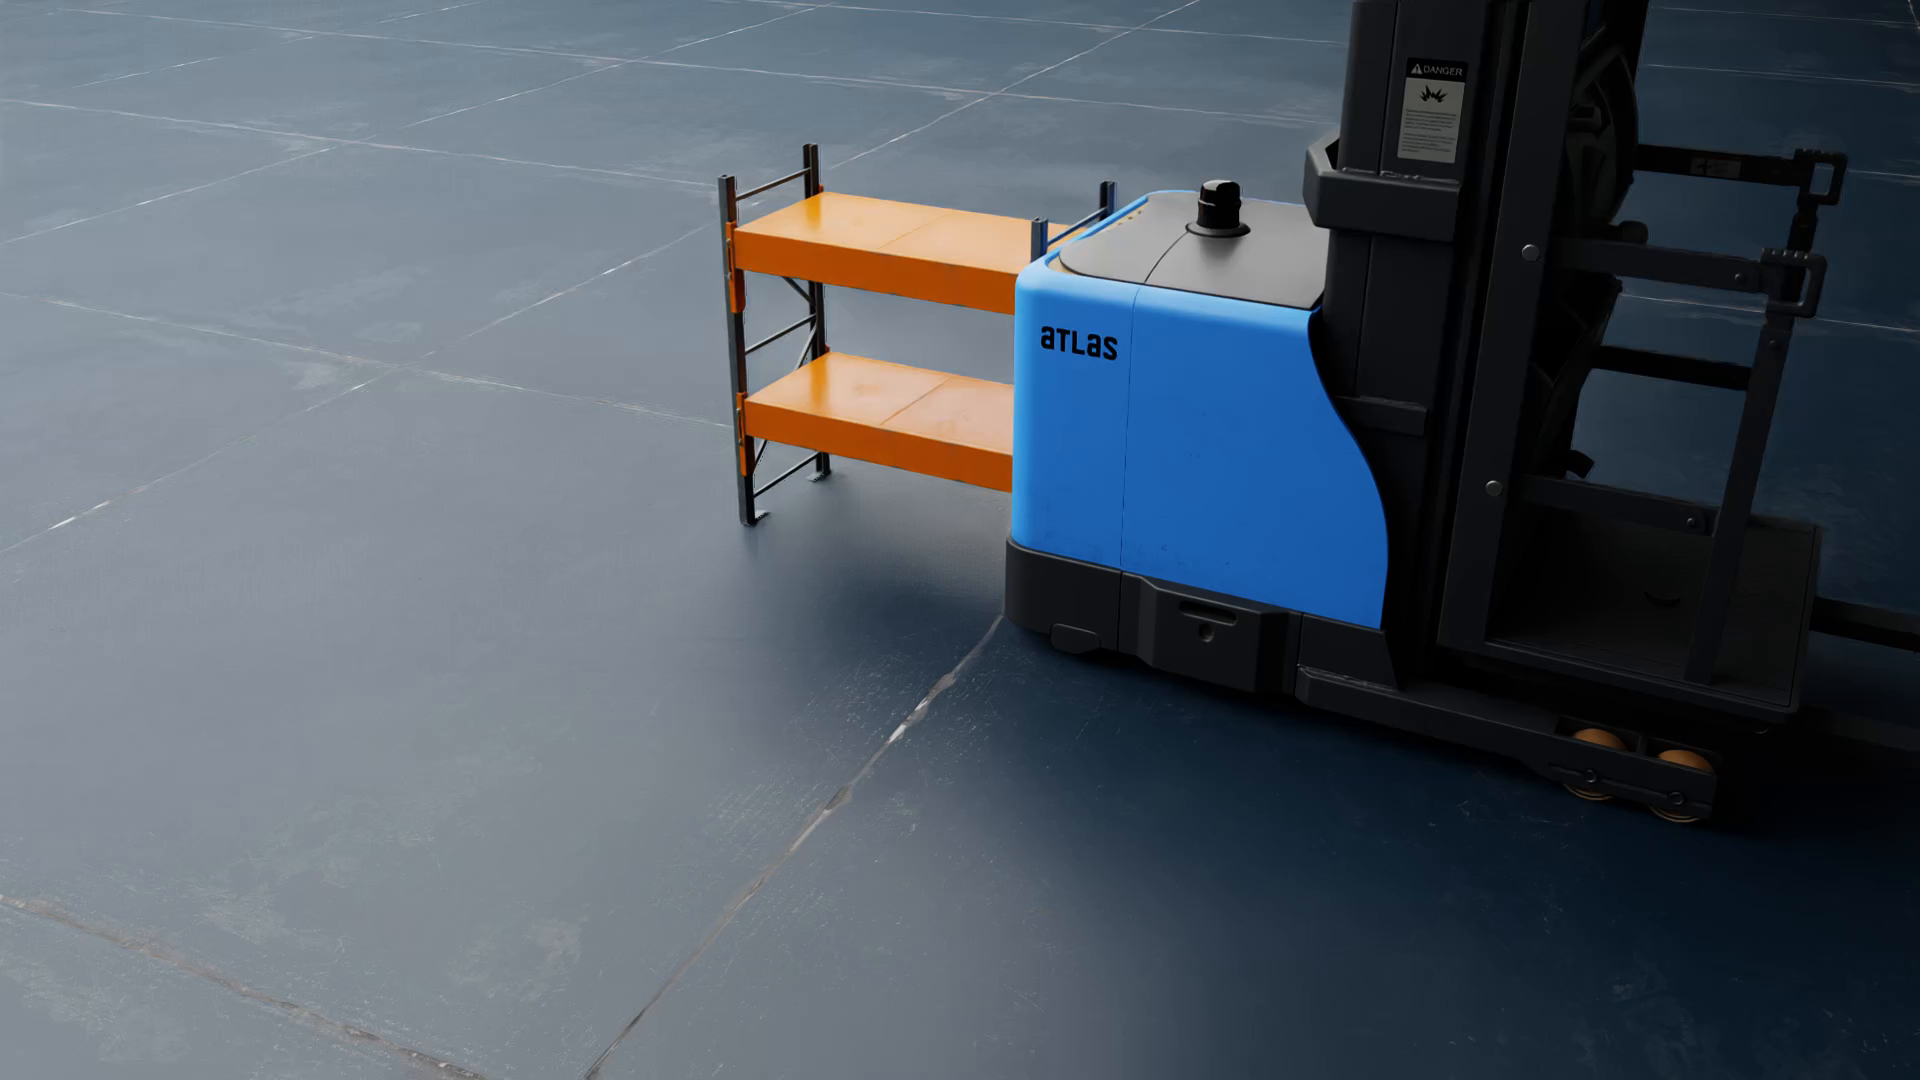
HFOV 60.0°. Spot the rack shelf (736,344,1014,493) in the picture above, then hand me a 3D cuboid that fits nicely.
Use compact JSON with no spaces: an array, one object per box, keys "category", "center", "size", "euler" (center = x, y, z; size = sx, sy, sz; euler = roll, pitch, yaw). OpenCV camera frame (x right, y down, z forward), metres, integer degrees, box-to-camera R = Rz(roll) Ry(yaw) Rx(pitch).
[{"category":"rack shelf","center":[-0.130,-0.326,5.192],"size":[1.000,0.278,0.538],"euler":[13,29,25]}]

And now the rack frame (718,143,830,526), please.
[{"category":"rack frame","center":[-0.579,-0.650,5.297],"size":[0.032,1.125,0.500],"euler":[13,29,25]}]

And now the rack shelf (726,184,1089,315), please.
[{"category":"rack shelf","center":[-0.130,-0.808,4.954],"size":[1.000,0.278,0.538],"euler":[13,29,25]}]

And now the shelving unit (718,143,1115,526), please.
[{"category":"shelving unit","center":[-0.130,-0.545,5.084],"size":[1.048,1.125,0.538],"euler":[13,29,25]}]

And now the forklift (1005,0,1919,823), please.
[{"category":"forklift","center":[1.674,-0.920,3.801],"size":[3.031,2.935,1.130],"euler":[13,29,25]}]

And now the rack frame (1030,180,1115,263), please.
[{"category":"rack frame","center":[0.319,-0.440,4.870],"size":[0.032,1.125,0.500],"euler":[13,29,25]}]
